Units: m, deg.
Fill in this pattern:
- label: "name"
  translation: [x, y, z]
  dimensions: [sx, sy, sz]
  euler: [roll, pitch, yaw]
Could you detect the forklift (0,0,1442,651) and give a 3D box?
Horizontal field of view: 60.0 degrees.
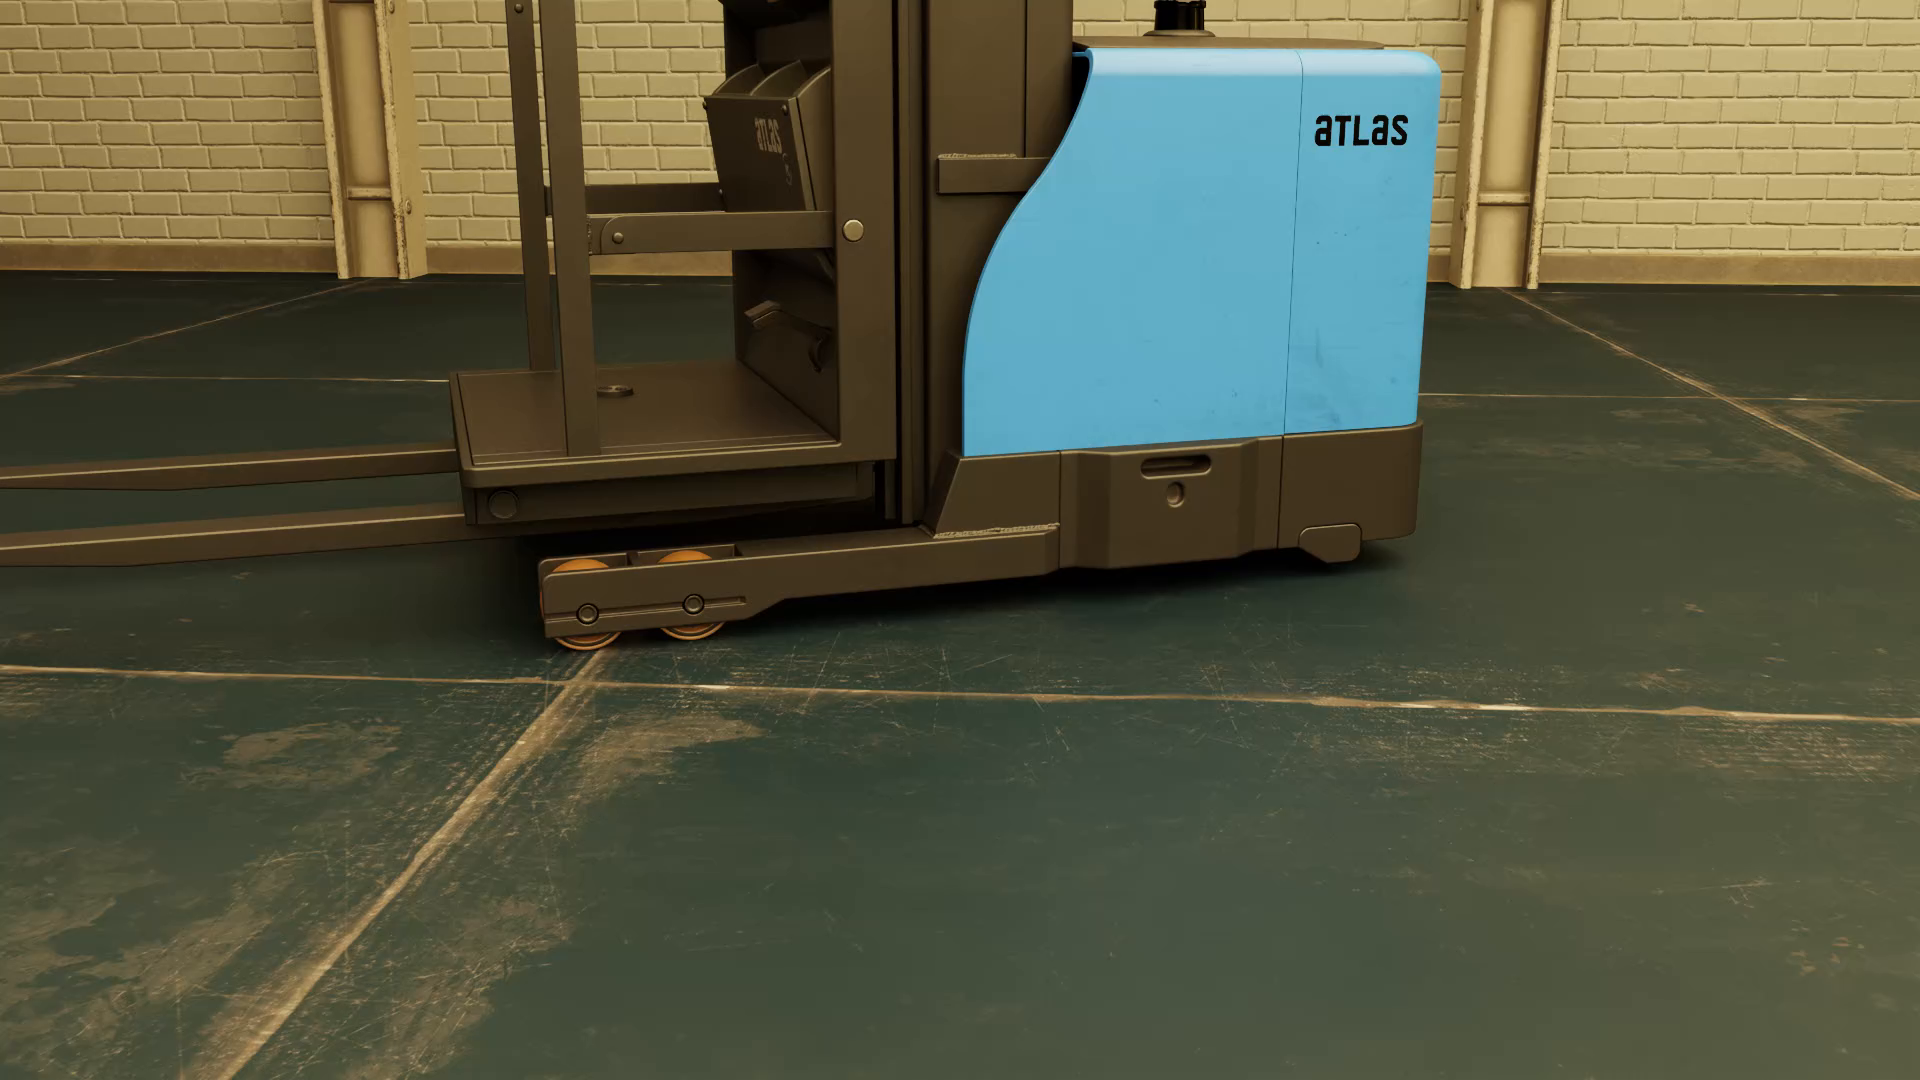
- label: "forklift"
  translation: [-0.580, -1.366, 3.251]
  dimensions: [3.031, 2.935, 1.130]
  euler: [-5, 16, -17]
